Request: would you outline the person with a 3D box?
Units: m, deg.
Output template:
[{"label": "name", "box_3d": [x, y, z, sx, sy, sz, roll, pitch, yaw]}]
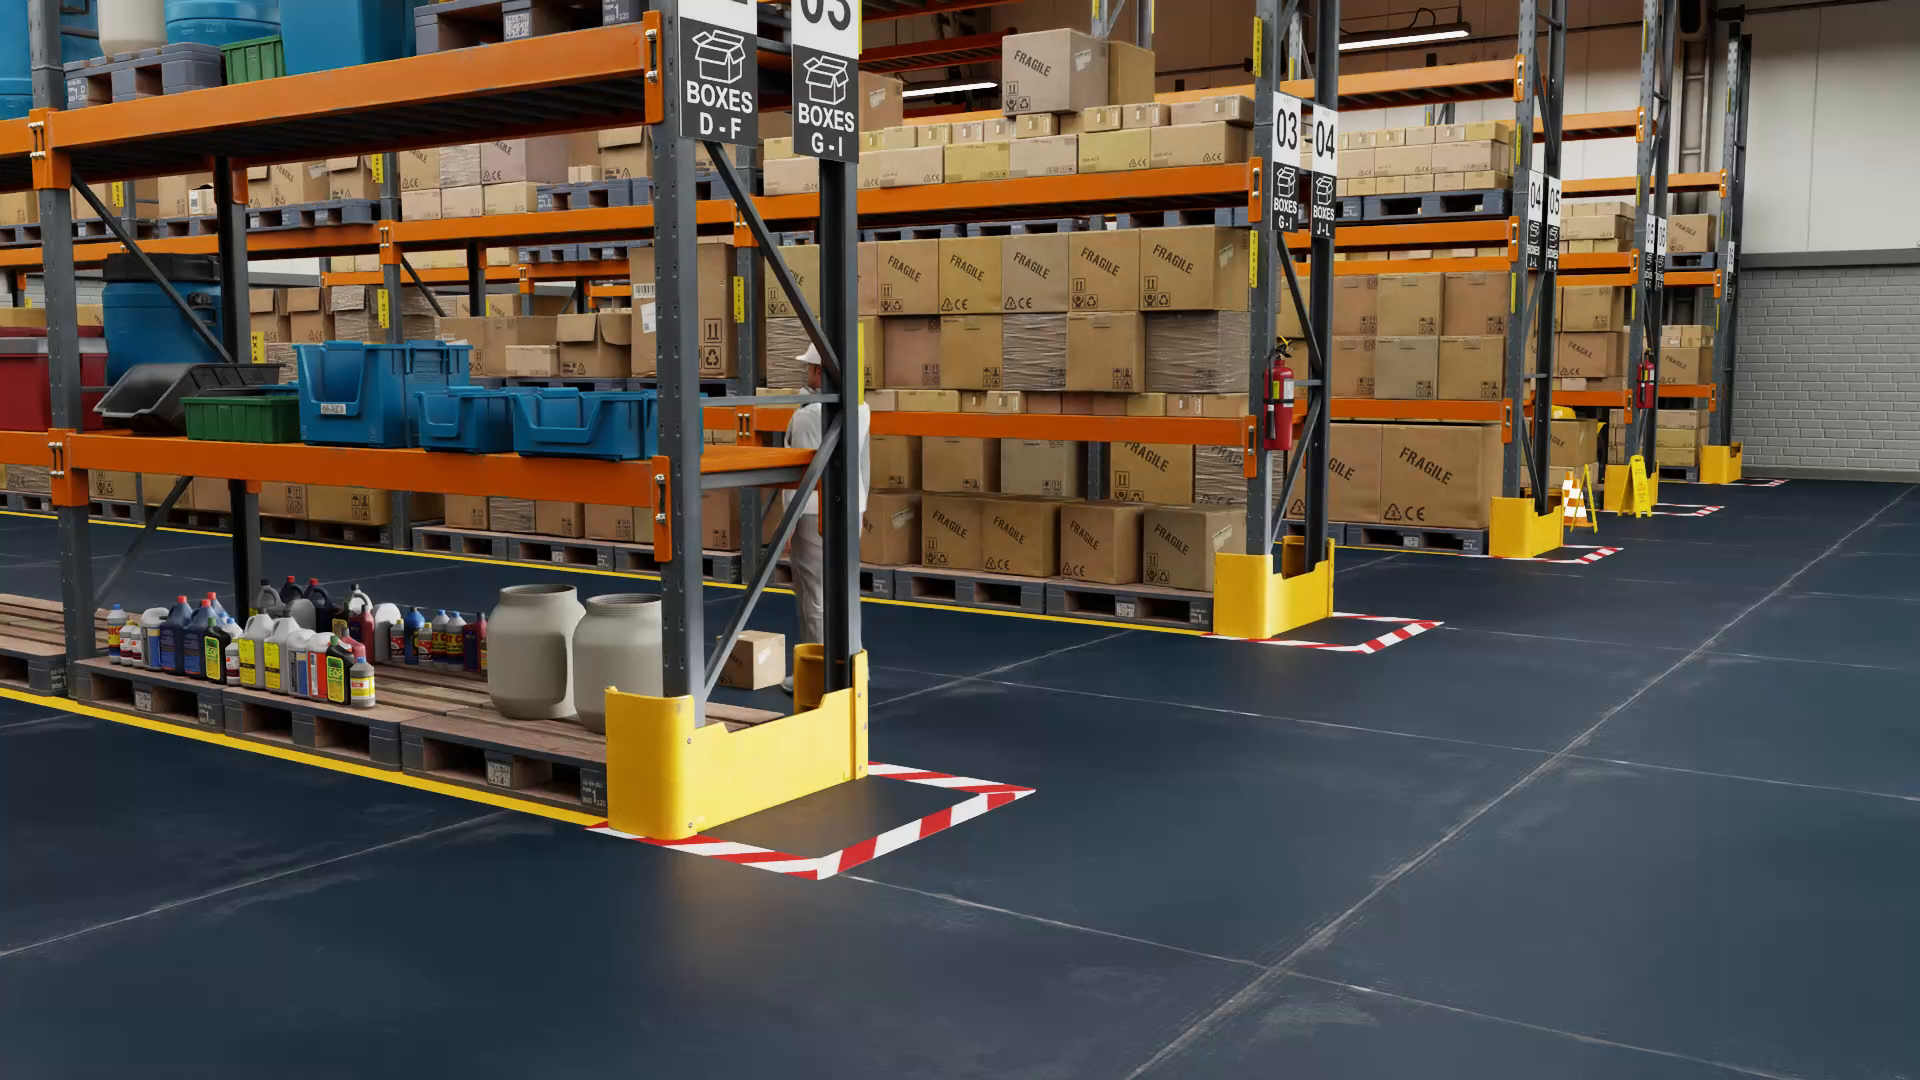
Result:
[{"label": "person", "box_3d": [-0.689, -0.091, 8.193, 0.406, 1.833, 0.554, 4, 8, 34]}]
